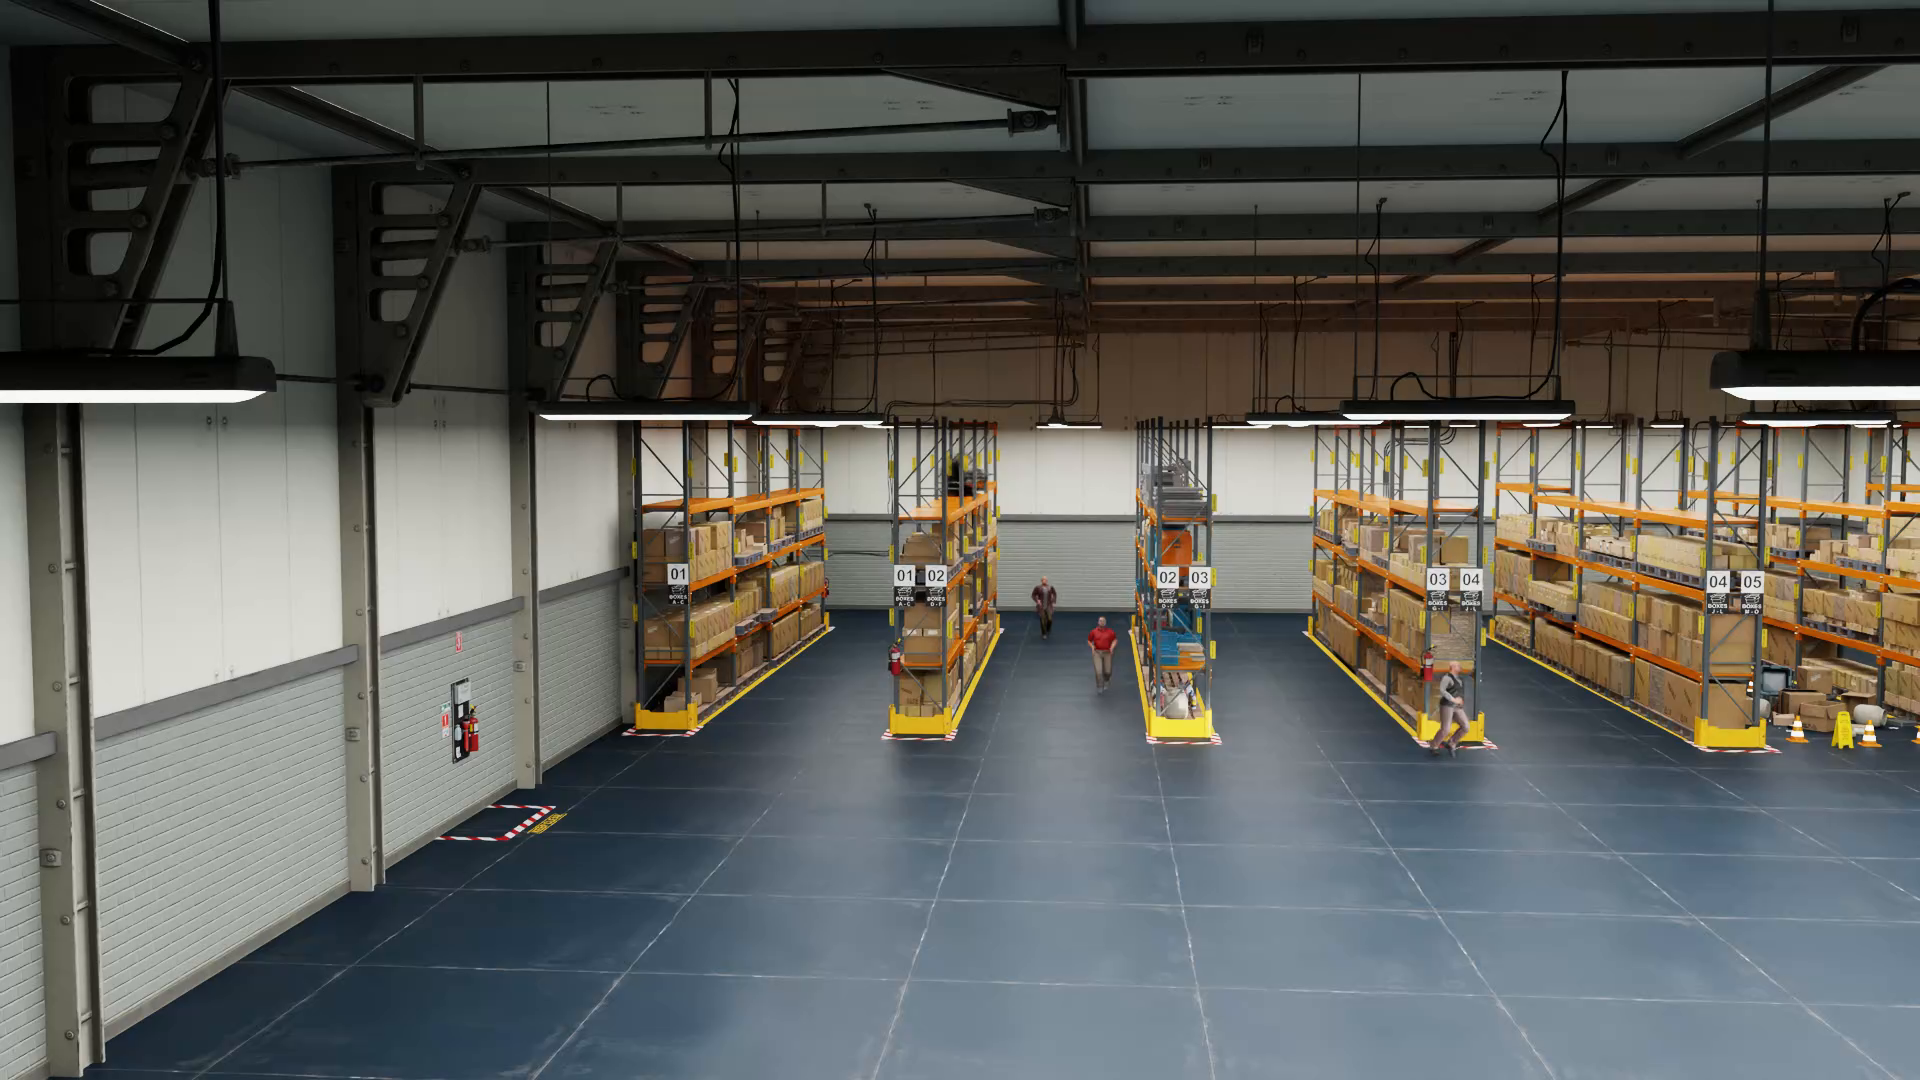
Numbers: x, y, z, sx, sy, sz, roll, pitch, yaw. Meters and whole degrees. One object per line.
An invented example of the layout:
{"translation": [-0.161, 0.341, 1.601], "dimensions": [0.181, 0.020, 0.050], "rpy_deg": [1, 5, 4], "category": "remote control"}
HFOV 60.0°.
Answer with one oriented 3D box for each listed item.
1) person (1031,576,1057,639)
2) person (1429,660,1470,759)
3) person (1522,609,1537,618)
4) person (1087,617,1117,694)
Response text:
{"translation": [2.324, 1.865, 45.717], "dimensions": [0.723, 1.745, 0.619], "rpy_deg": [0, 4, -3], "category": "person"}
{"translation": [8.669, 2.968, 29.249], "dimensions": [0.700, 1.700, 0.651], "rpy_deg": [-3, 5, -37], "category": "person"}
{"translation": [16.122, 1.811, 47.091], "dimensions": [0.898, 1.660, 0.599], "rpy_deg": [3, 5, 43], "category": "person"}
{"translation": [3.103, 2.513, 36.284], "dimensions": [0.659, 1.674, 0.622], "rpy_deg": [0, 4, 3], "category": "person"}
